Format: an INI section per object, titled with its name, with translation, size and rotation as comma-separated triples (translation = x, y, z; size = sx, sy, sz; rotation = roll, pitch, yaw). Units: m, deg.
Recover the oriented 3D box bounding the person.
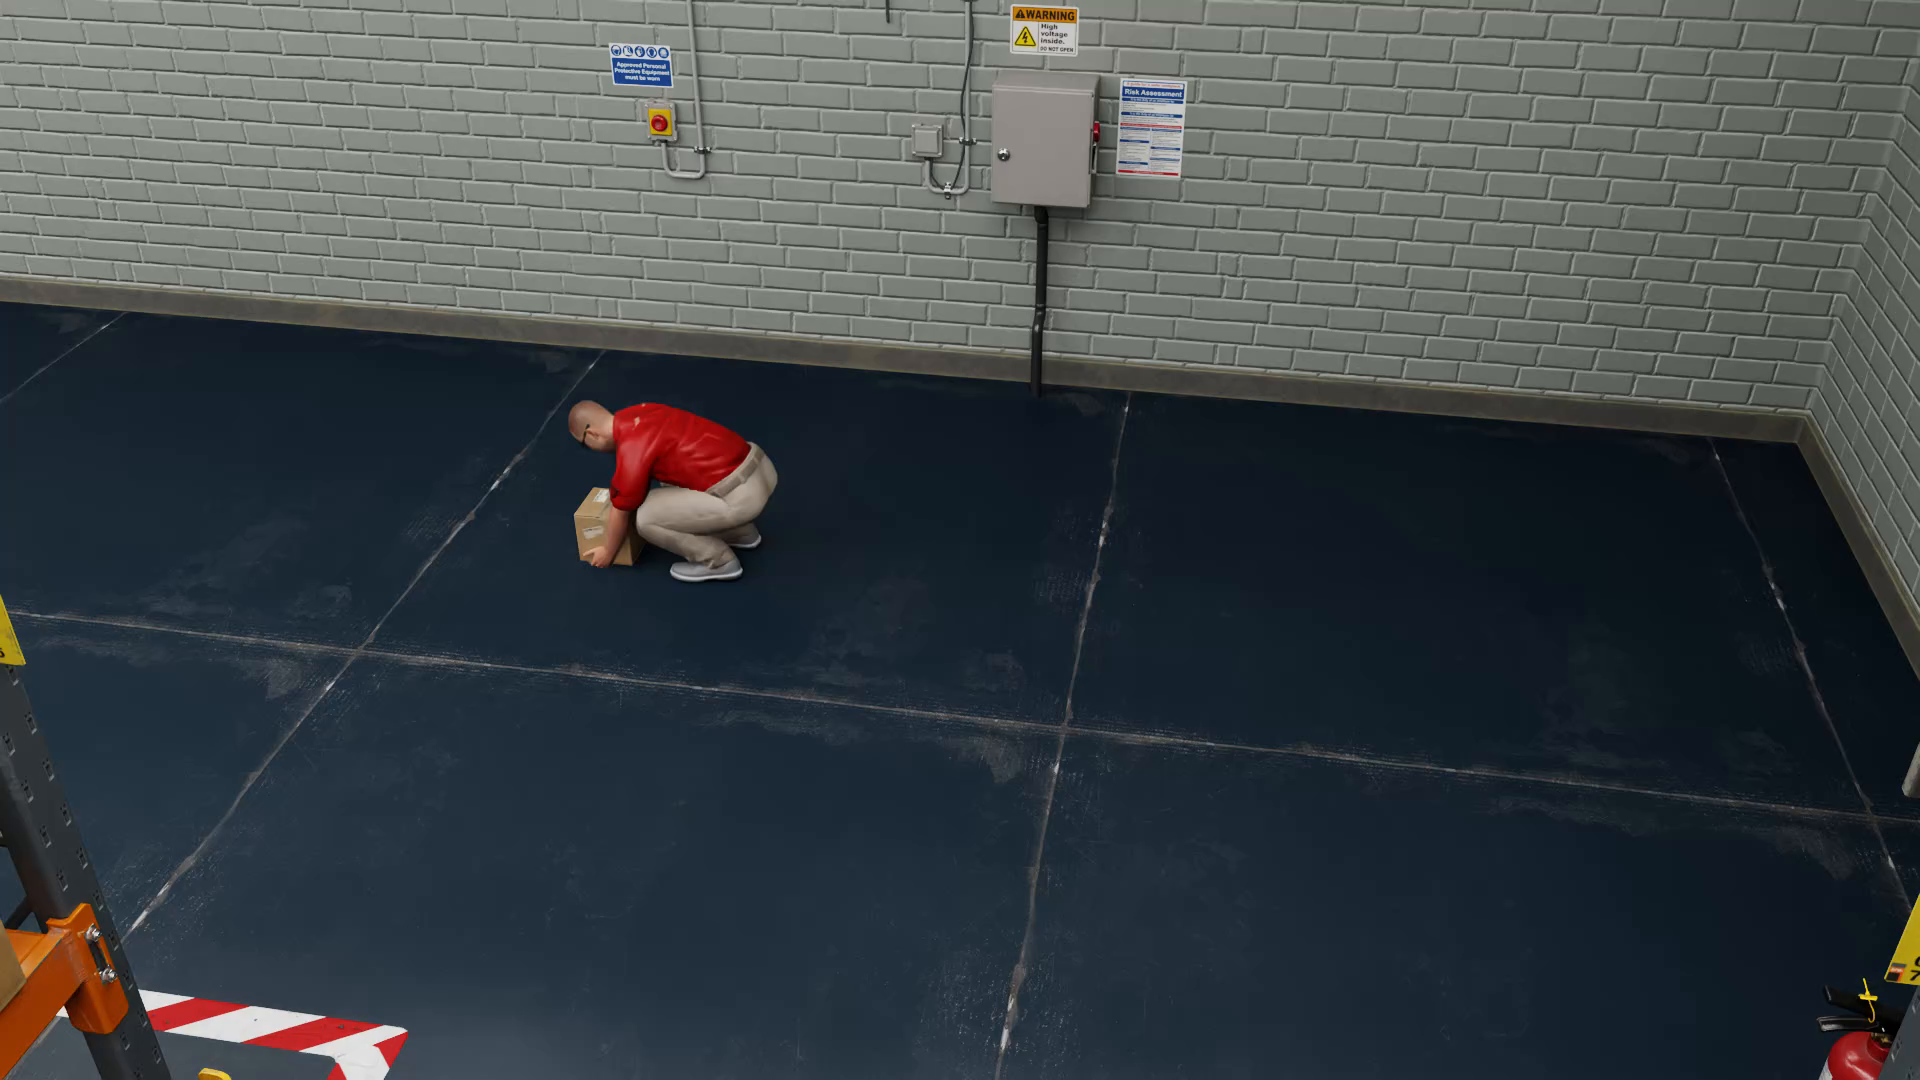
[person]
translation = -1.273, -0.234, 7.456
size = 0.882, 0.854, 0.546
rotation = 5, 33, 8
